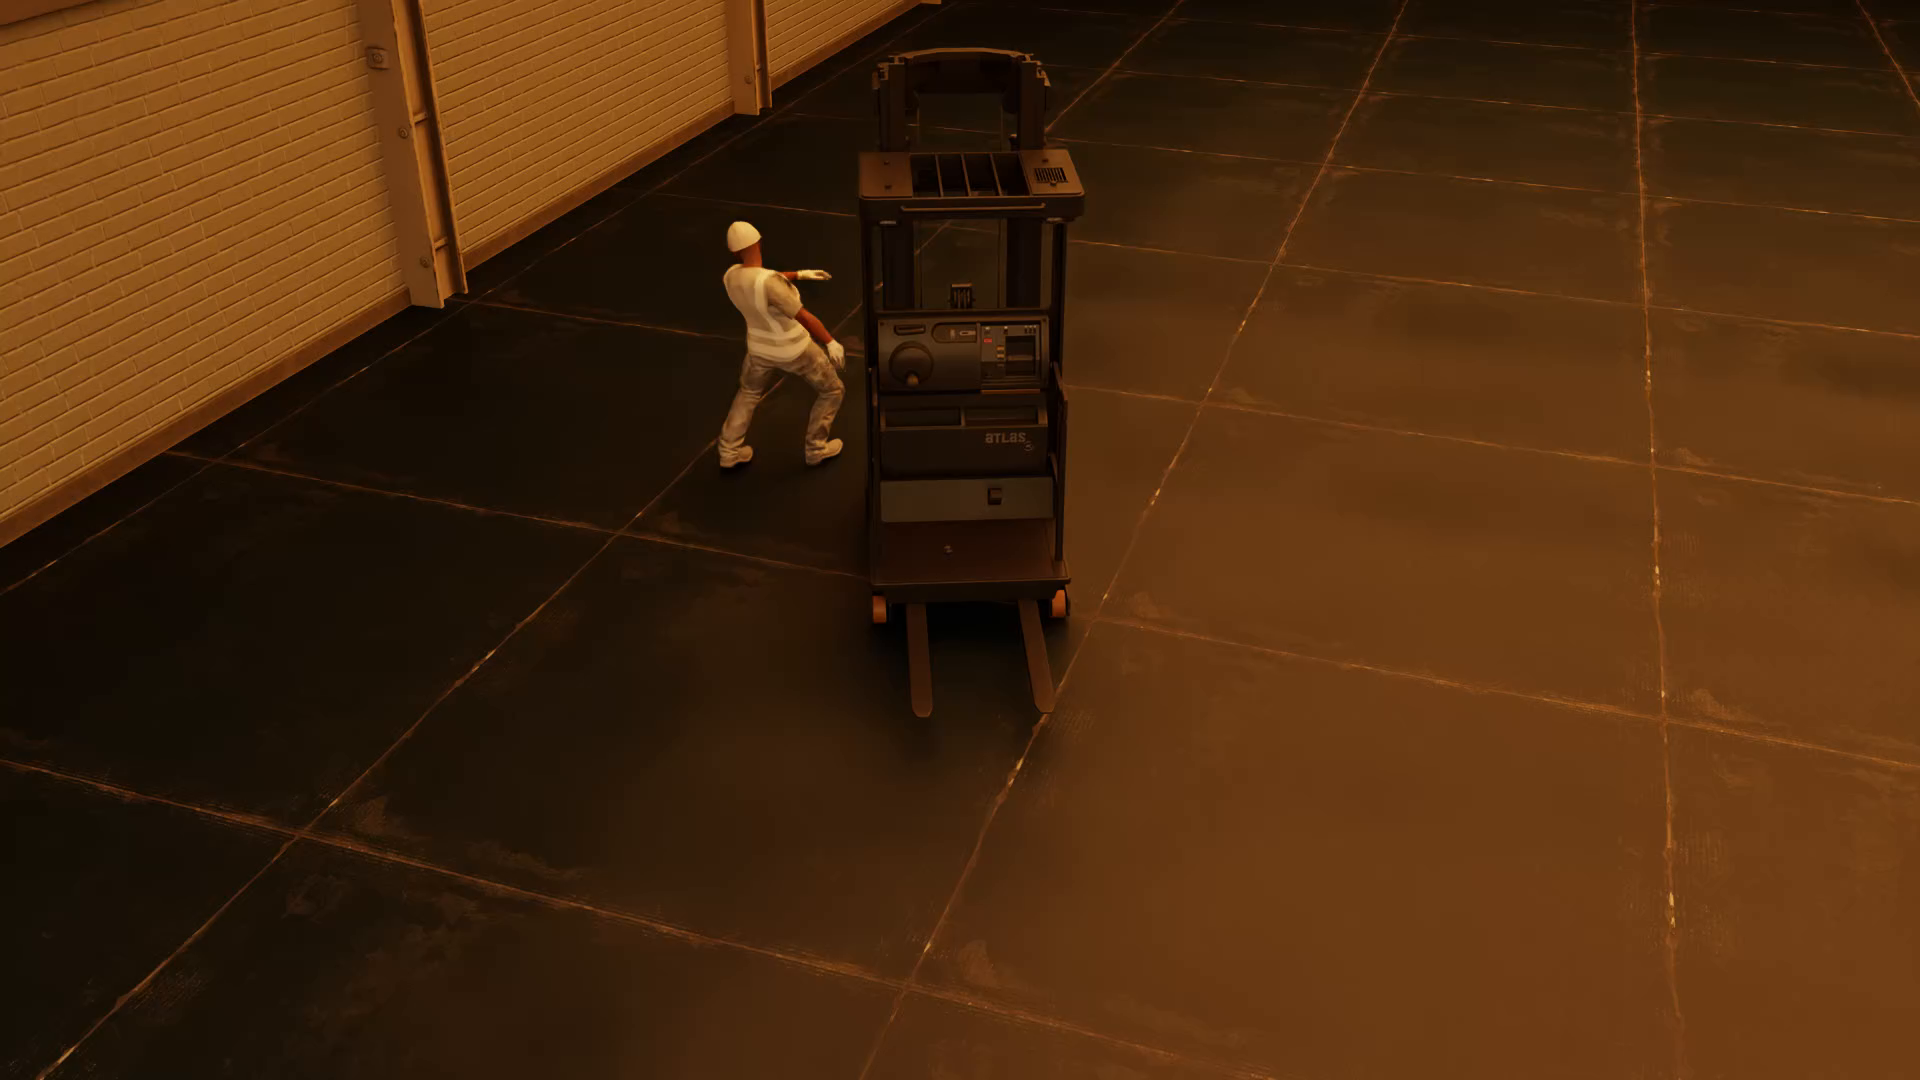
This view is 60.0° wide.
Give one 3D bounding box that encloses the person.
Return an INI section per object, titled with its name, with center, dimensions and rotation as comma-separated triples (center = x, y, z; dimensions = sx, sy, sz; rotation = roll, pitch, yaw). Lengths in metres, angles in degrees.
[person]
center = -1.056, -1.255, 10.635
dimensions = 0.819, 1.645, 0.875
rotation = 16, 33, 25

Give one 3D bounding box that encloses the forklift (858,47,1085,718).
[forklift]
center = 0.035, -0.972, 8.842
dimensions = 1.130, 2.935, 3.031
rotation = -2, 30, -3
